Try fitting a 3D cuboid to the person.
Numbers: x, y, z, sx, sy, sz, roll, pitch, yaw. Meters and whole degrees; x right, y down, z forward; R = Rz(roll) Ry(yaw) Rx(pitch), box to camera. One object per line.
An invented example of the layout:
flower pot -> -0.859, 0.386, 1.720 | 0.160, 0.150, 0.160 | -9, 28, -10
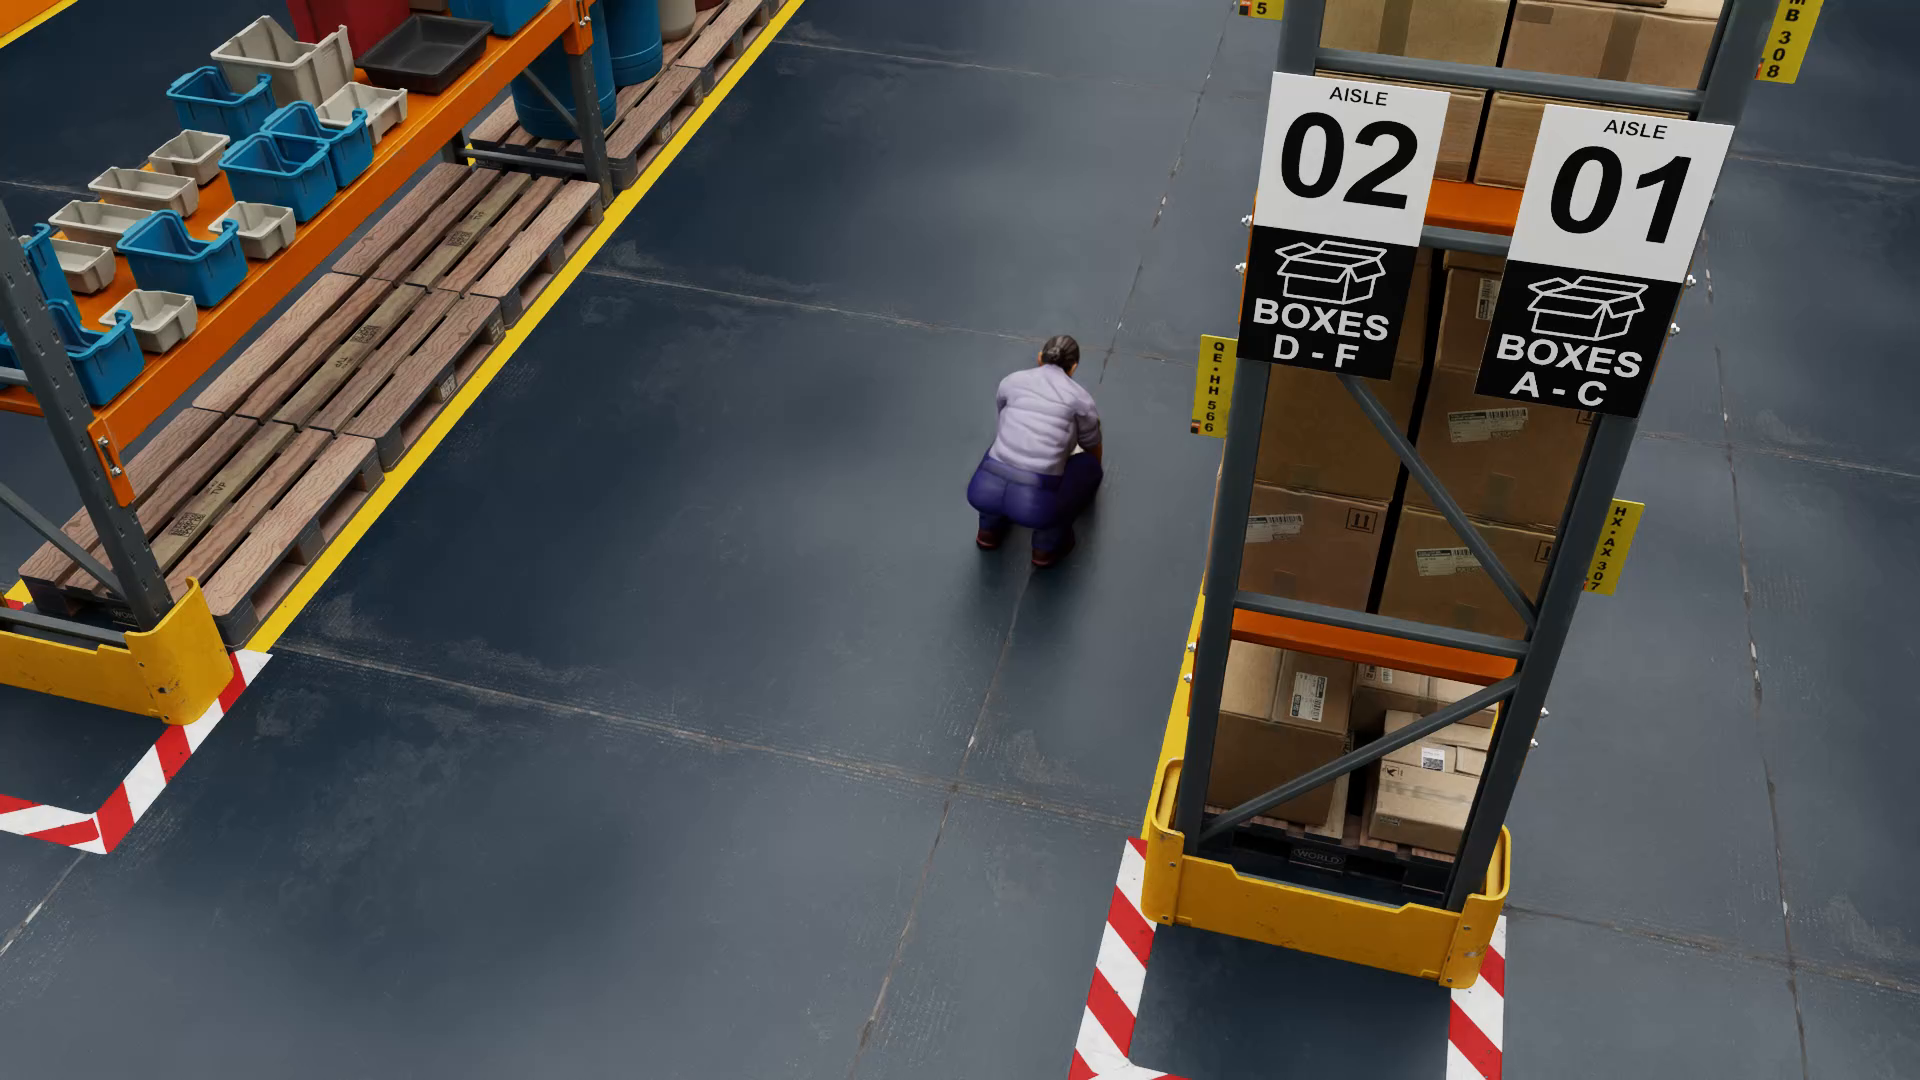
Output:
person -> 0.382, -0.420, 7.299 | 0.516, 0.802, 0.725 | 19, 45, 20
